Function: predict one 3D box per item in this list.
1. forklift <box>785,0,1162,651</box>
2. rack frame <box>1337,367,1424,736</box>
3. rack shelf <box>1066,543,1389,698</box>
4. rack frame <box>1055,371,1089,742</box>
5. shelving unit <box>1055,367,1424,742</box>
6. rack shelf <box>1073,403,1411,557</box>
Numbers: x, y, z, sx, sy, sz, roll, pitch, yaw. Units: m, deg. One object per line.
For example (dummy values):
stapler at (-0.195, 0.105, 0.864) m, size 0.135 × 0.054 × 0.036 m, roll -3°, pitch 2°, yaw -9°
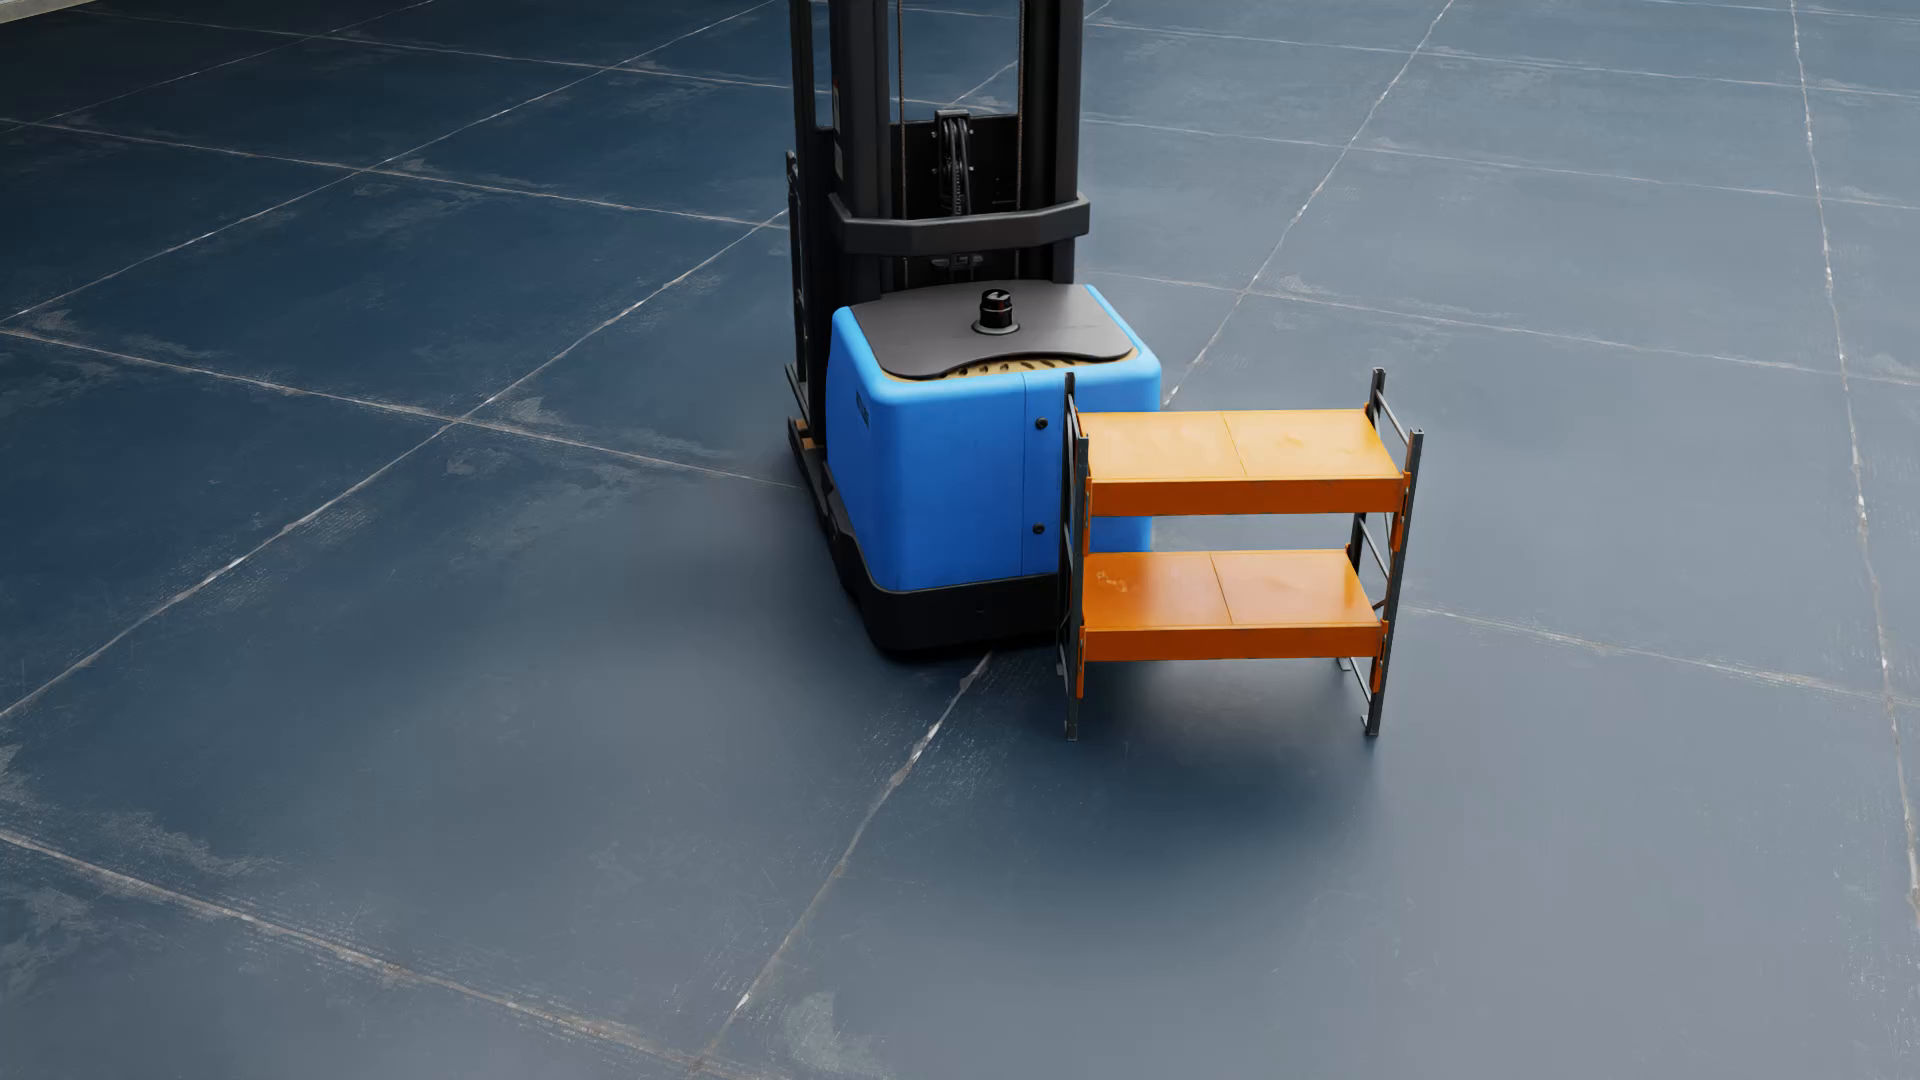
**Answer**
forklift at (-0.142, -1.594, 6.591) m, size 1.130 × 2.935 × 3.031 m, roll -7°, pitch 30°, yaw -12°
rack frame at (1.382, 0.045, 5.527) m, size 0.032 × 1.125 × 0.500 m, roll -1°, pitch 29°, yaw -2°
rack shelf at (0.874, 0.266, 5.634) m, size 1.000 × 0.278 × 0.538 m, roll -1°, pitch 29°, yaw -2°
rack frame at (0.366, 0.061, 5.499) m, size 0.032 × 1.125 × 0.500 m, roll -1°, pitch 29°, yaw -2°
shelving unit at (0.874, 0.053, 5.513) m, size 1.048 × 1.125 × 0.538 m, roll -1°, pitch 29°, yaw -2°
rack shelf at (0.874, -0.202, 5.369) m, size 1.000 × 0.278 × 0.538 m, roll -1°, pitch 29°, yaw -2°
